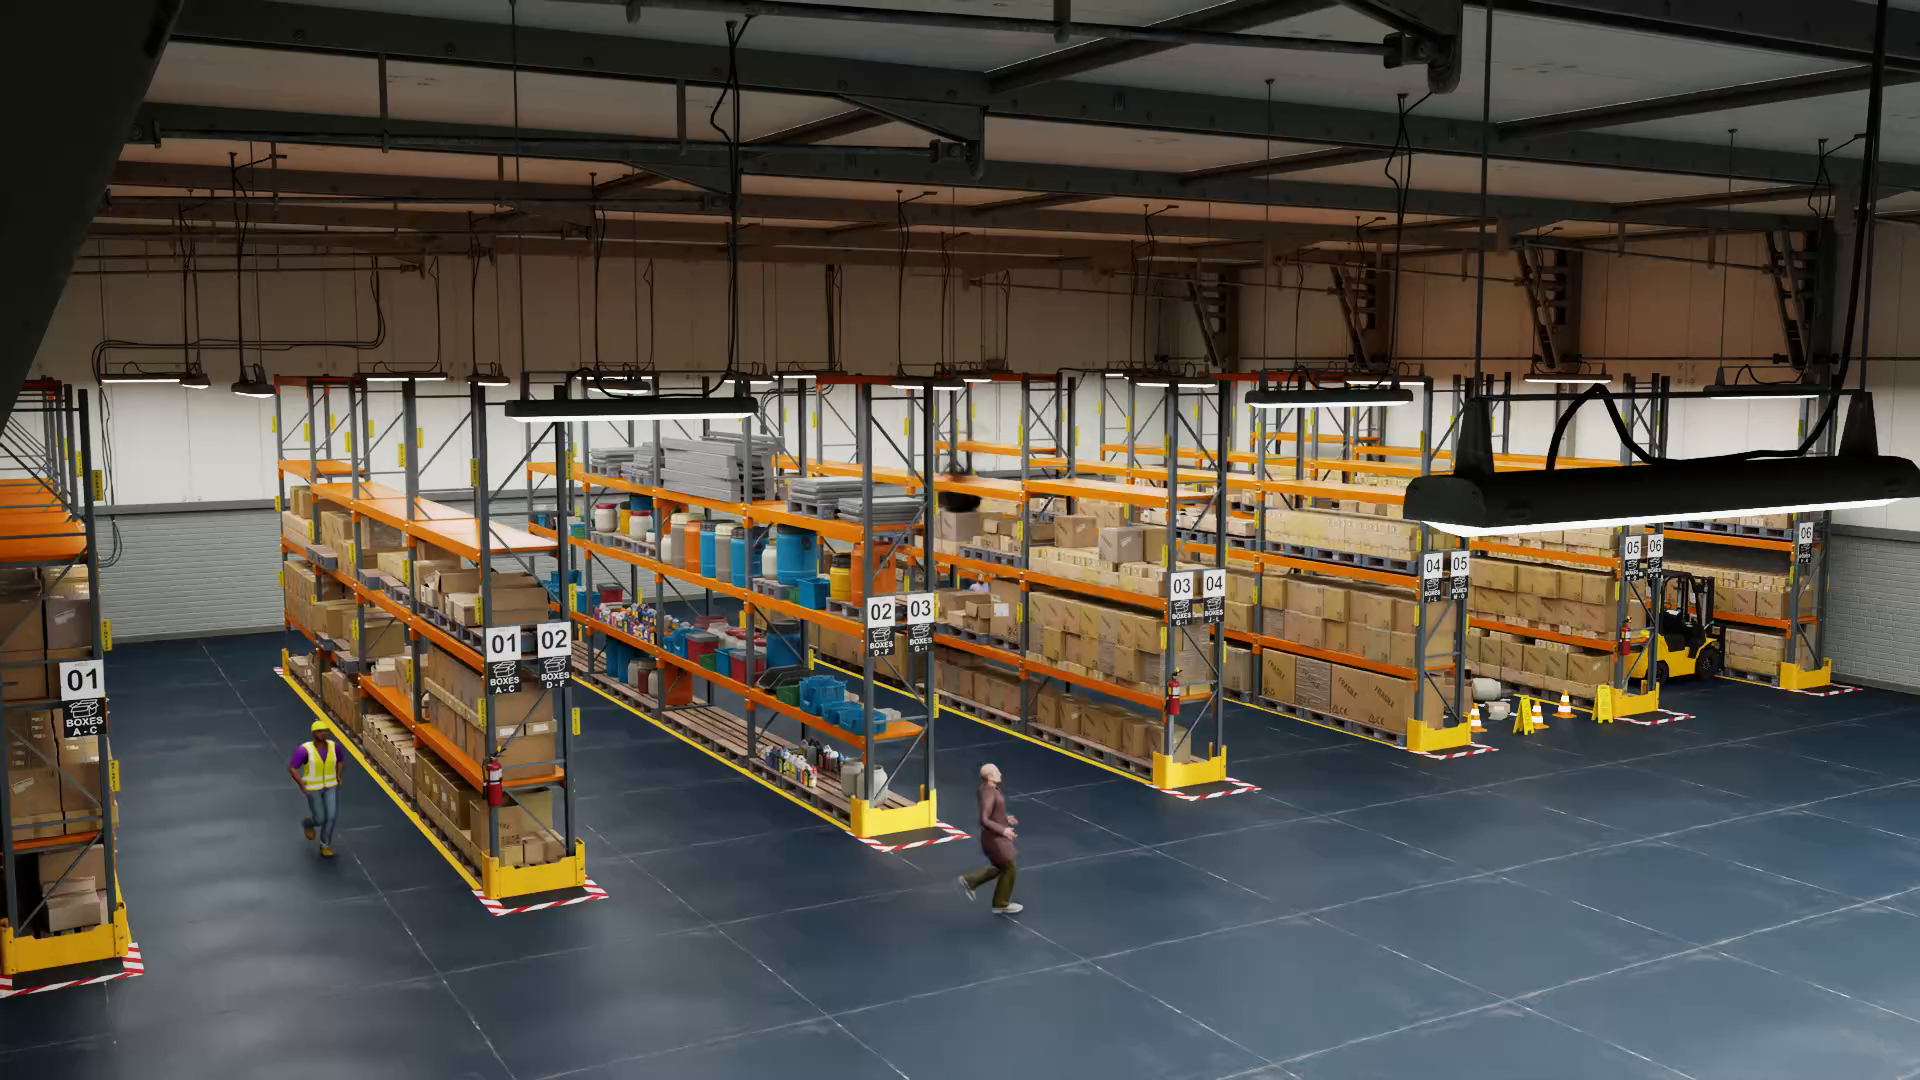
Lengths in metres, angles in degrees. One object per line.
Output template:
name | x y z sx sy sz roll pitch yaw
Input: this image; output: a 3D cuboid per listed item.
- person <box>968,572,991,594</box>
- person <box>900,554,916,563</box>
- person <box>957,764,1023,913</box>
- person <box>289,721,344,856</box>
person | 0.455 1.530 36.719 0.602 1.629 0.705 -3 7 -26
person | -1.420 0.939 41.660 0.652 1.686 0.759 -2 7 -21
person | 0.357 3.400 18.946 0.731 1.730 0.713 0 6 -3
person | -8.213 3.158 21.317 0.697 1.725 0.677 -5 8 -41
